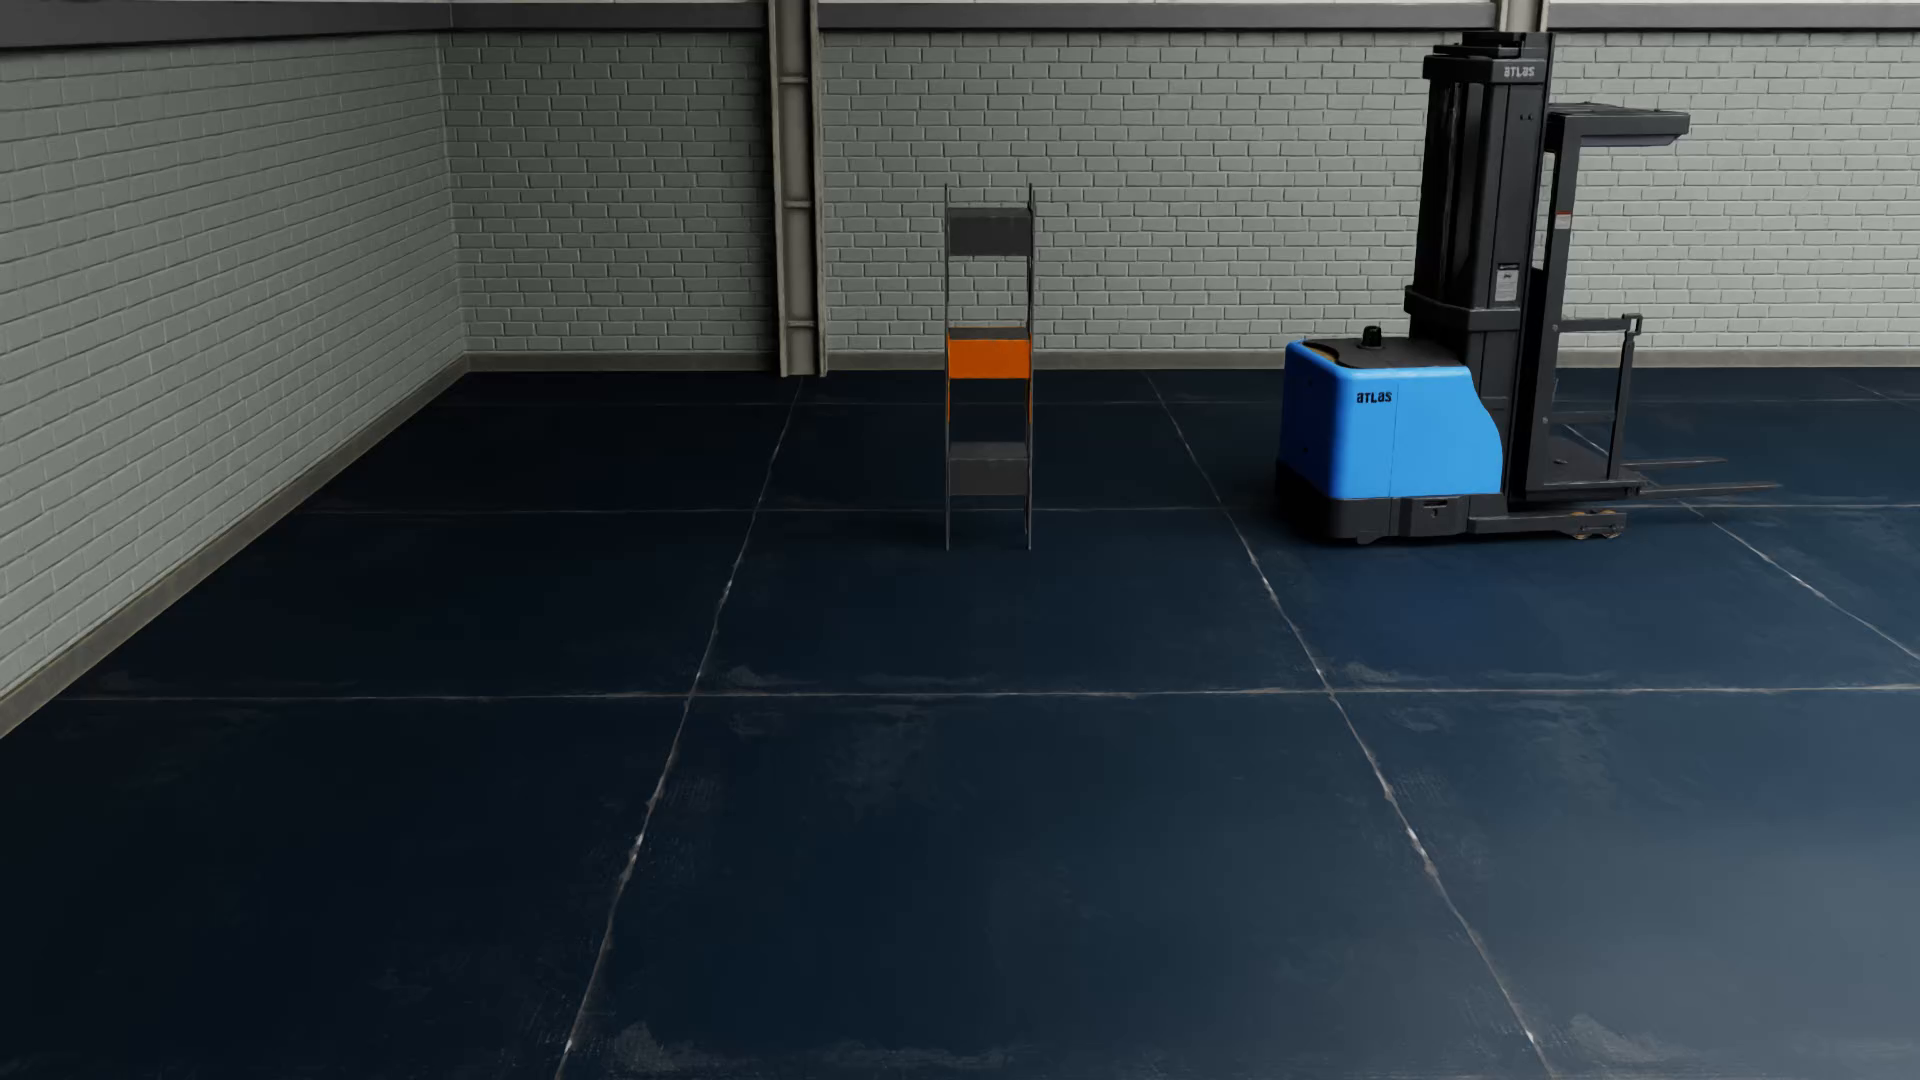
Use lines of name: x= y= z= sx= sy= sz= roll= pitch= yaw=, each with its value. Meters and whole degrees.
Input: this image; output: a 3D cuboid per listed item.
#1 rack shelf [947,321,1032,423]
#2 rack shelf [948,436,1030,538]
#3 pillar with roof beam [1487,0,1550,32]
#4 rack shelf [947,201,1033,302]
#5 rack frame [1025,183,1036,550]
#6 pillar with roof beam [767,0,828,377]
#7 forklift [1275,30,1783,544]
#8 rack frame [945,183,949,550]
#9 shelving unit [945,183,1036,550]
rack shelf: x=0.166 y=-0.988 z=9.733 sx=0.480 sy=0.518 sz=0.431 roll=0 pitch=18 yaw=-1
rack shelf: x=0.166 y=-0.321 z=9.947 sx=0.480 sy=0.518 sz=0.431 roll=0 pitch=18 yaw=-1
pillar with roof beam: x=4.697 y=-4.465 z=9.234 sx=0.400 sy=9.000 sz=9.100 roll=0 pitch=18 yaw=-1
rack shelf: x=0.166 y=-1.654 z=9.520 sx=0.480 sy=0.518 sz=0.431 roll=0 pitch=18 yaw=-1
rack frame: x=0.409 y=-1.002 z=9.733 sx=0.015 sy=2.100 sz=0.400 roll=0 pitch=18 yaw=-1
pillar with roof beam: x=-1.302 y=-4.436 z=9.144 sx=0.400 sy=9.000 sz=9.100 roll=0 pitch=18 yaw=-1
forklift: x=3.592 y=-1.557 z=10.103 sx=3.031 sy=2.935 sz=1.130 roll=-3 pitch=18 yaw=-8
rack frame: x=-0.078 y=-0.999 z=9.726 sx=0.015 sy=2.100 sz=0.400 roll=0 pitch=18 yaw=-1
shelving unit: x=0.166 y=-1.001 z=9.729 sx=0.503 sy=2.100 sz=0.431 roll=0 pitch=18 yaw=-1
